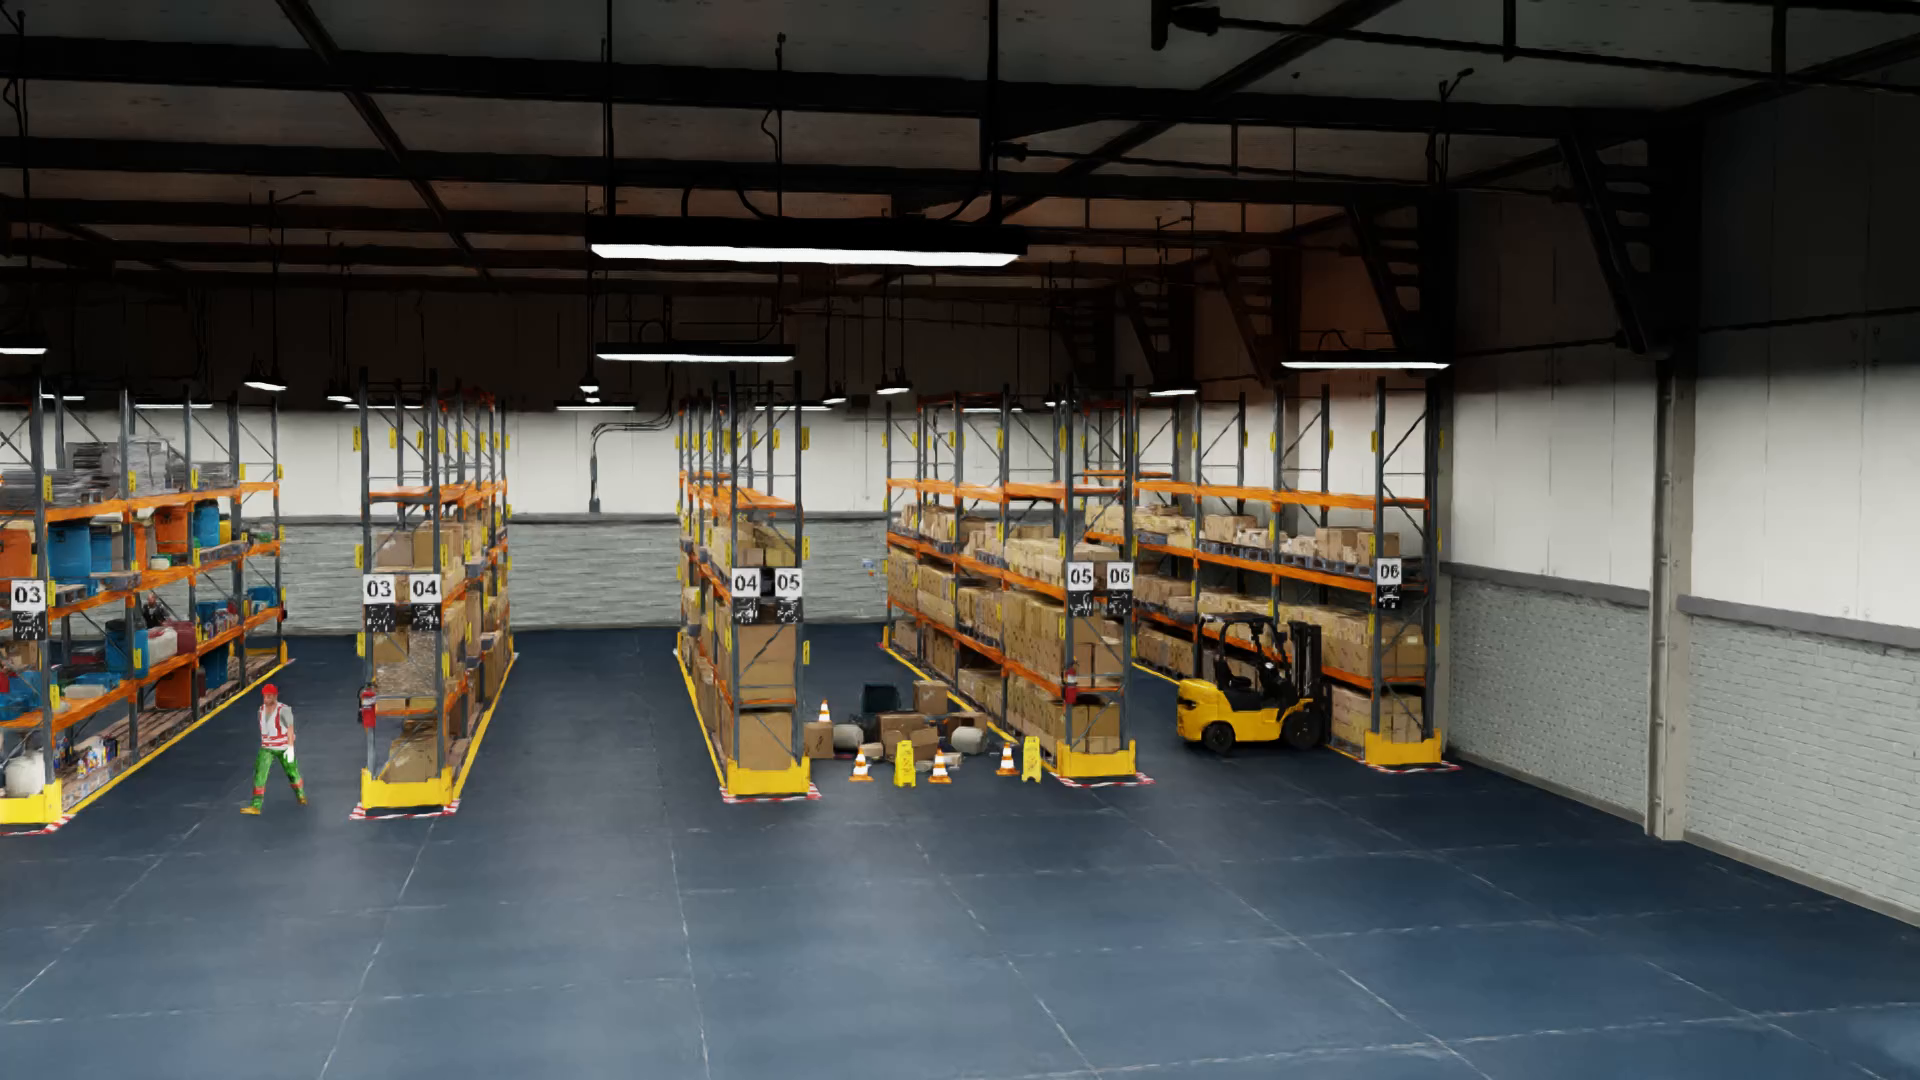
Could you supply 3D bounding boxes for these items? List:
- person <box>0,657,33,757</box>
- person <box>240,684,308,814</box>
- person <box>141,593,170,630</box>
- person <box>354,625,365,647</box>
[{"bbox_3d":[-14.729,2.620,25.790,0.546,1.640,1.099,-1,3,-9],"label":"person"},{"bbox_3d":[-9.277,2.804,22.515,0.595,1.746,0.984,1,3,11],"label":"person"},{"bbox_3d":[-17.807,1.989,36.717,0.663,1.674,0.534,-1,4,-14],"label":"person"},{"bbox_3d":[-14.277,1.789,40.146,0.497,1.663,0.668,2,4,34],"label":"person"}]
